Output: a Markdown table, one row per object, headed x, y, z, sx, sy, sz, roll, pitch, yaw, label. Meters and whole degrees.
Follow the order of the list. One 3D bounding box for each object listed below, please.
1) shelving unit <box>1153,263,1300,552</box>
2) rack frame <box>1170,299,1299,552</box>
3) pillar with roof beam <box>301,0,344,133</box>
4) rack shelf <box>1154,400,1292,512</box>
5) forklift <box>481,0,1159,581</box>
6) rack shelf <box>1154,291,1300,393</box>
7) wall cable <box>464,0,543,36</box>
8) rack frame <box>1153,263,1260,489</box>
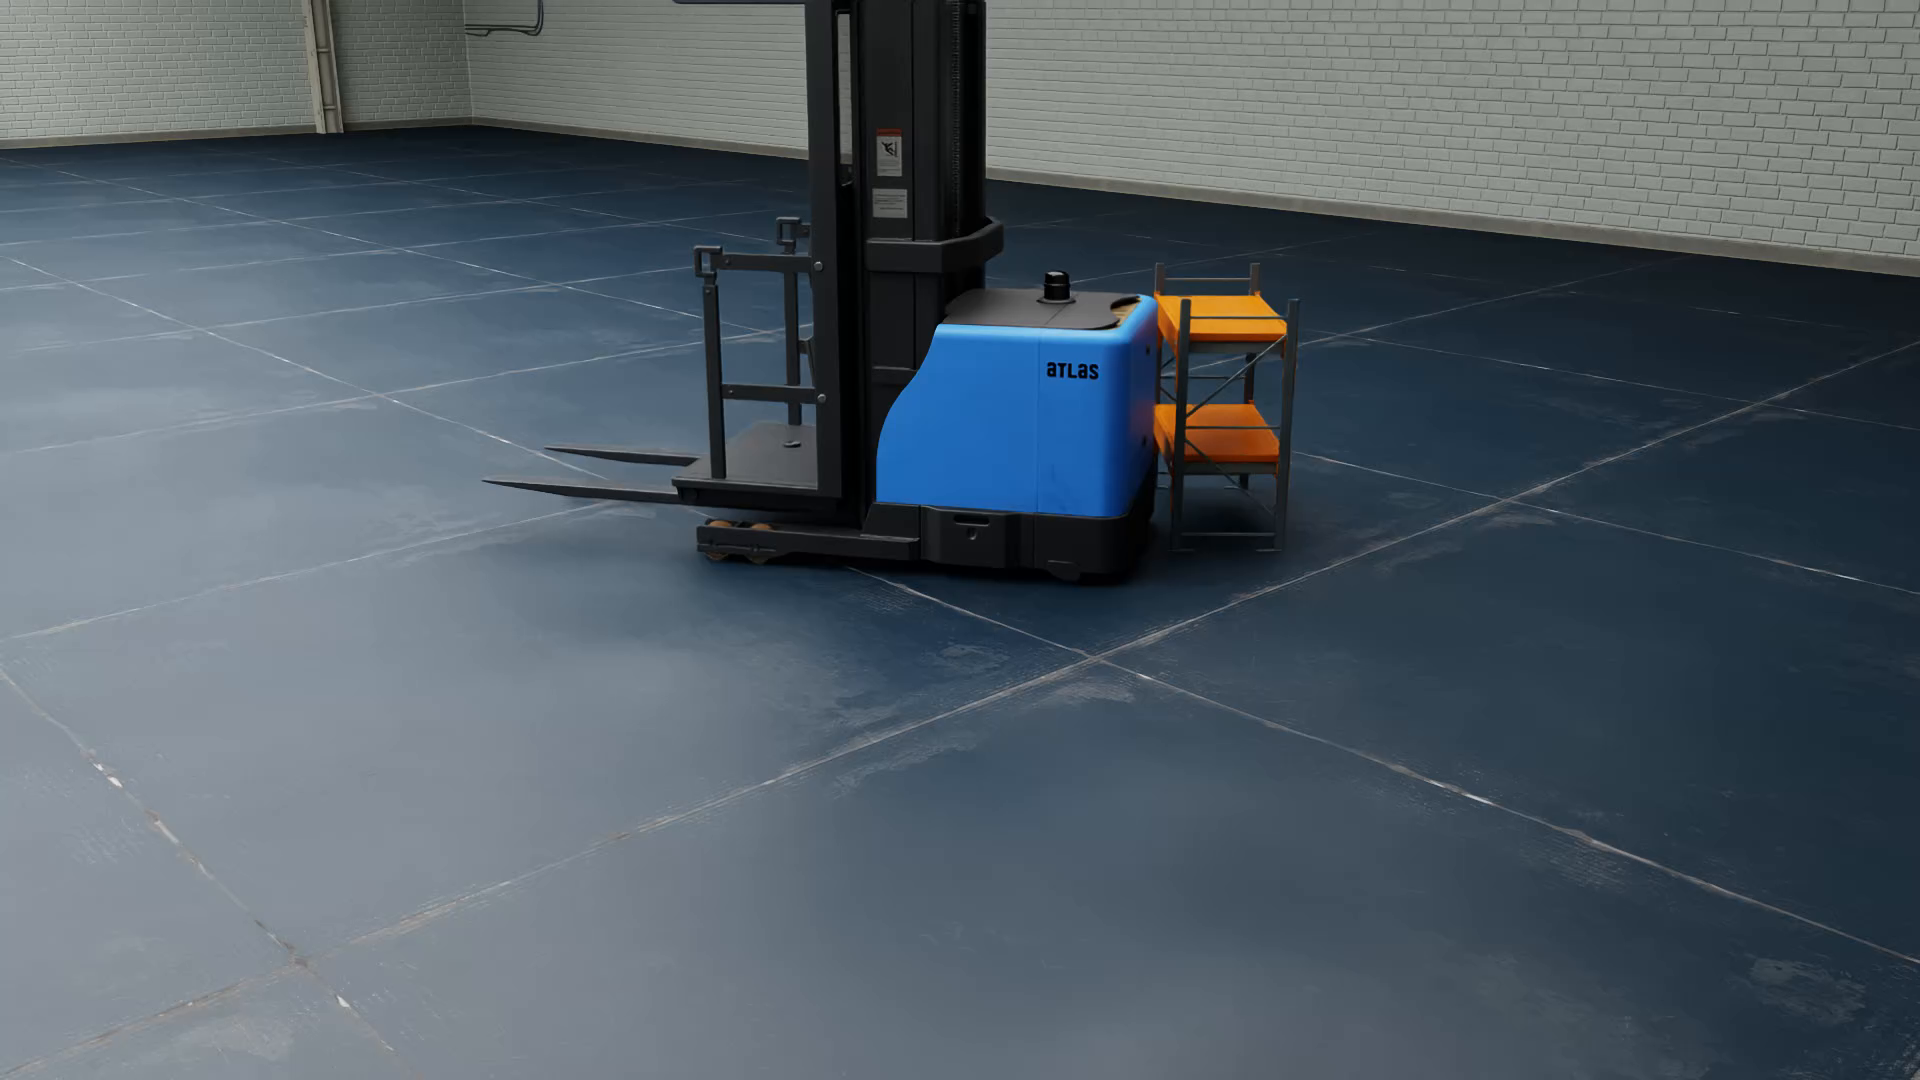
| x | y | z | sx | sy | sz | roll | pitch | yaw | label |
| --- | --- | --- | --- | --- | --- | --- | --- | --- | --- |
| 1.192 | -0.642 | 7.709 | 0.538 | 1.125 | 1.048 | 0 | 18 | 0 | shelving unit |
| 1.187 | -0.486 | 7.226 | 0.500 | 1.125 | 0.032 | 0 | 18 | 0 | rack frame |
| -8.772 | -10.905 | 26.600 | 0.400 | 9.000 | 9.100 | -16 | 24 | -41 | pillar with roof beam |
| 1.192 | -0.409 | 7.785 | 0.538 | 0.278 | 1.000 | 0 | 18 | 0 | rack shelf |
| -0.668 | -1.448 | 7.270 | 3.031 | 2.935 | 1.130 | 4 | 18 | 13 | forklift |
| 1.192 | -0.920 | 7.620 | 0.538 | 0.278 | 1.000 | 0 | 18 | 0 | rack shelf |
| -8.681 | -10.721 | 31.066 | 0.112 | 2.526 | 3.097 | -16 | 24 | -41 | wall cable |
| 1.196 | -0.798 | 8.193 | 0.500 | 1.125 | 0.032 | 0 | 18 | 0 | rack frame |
